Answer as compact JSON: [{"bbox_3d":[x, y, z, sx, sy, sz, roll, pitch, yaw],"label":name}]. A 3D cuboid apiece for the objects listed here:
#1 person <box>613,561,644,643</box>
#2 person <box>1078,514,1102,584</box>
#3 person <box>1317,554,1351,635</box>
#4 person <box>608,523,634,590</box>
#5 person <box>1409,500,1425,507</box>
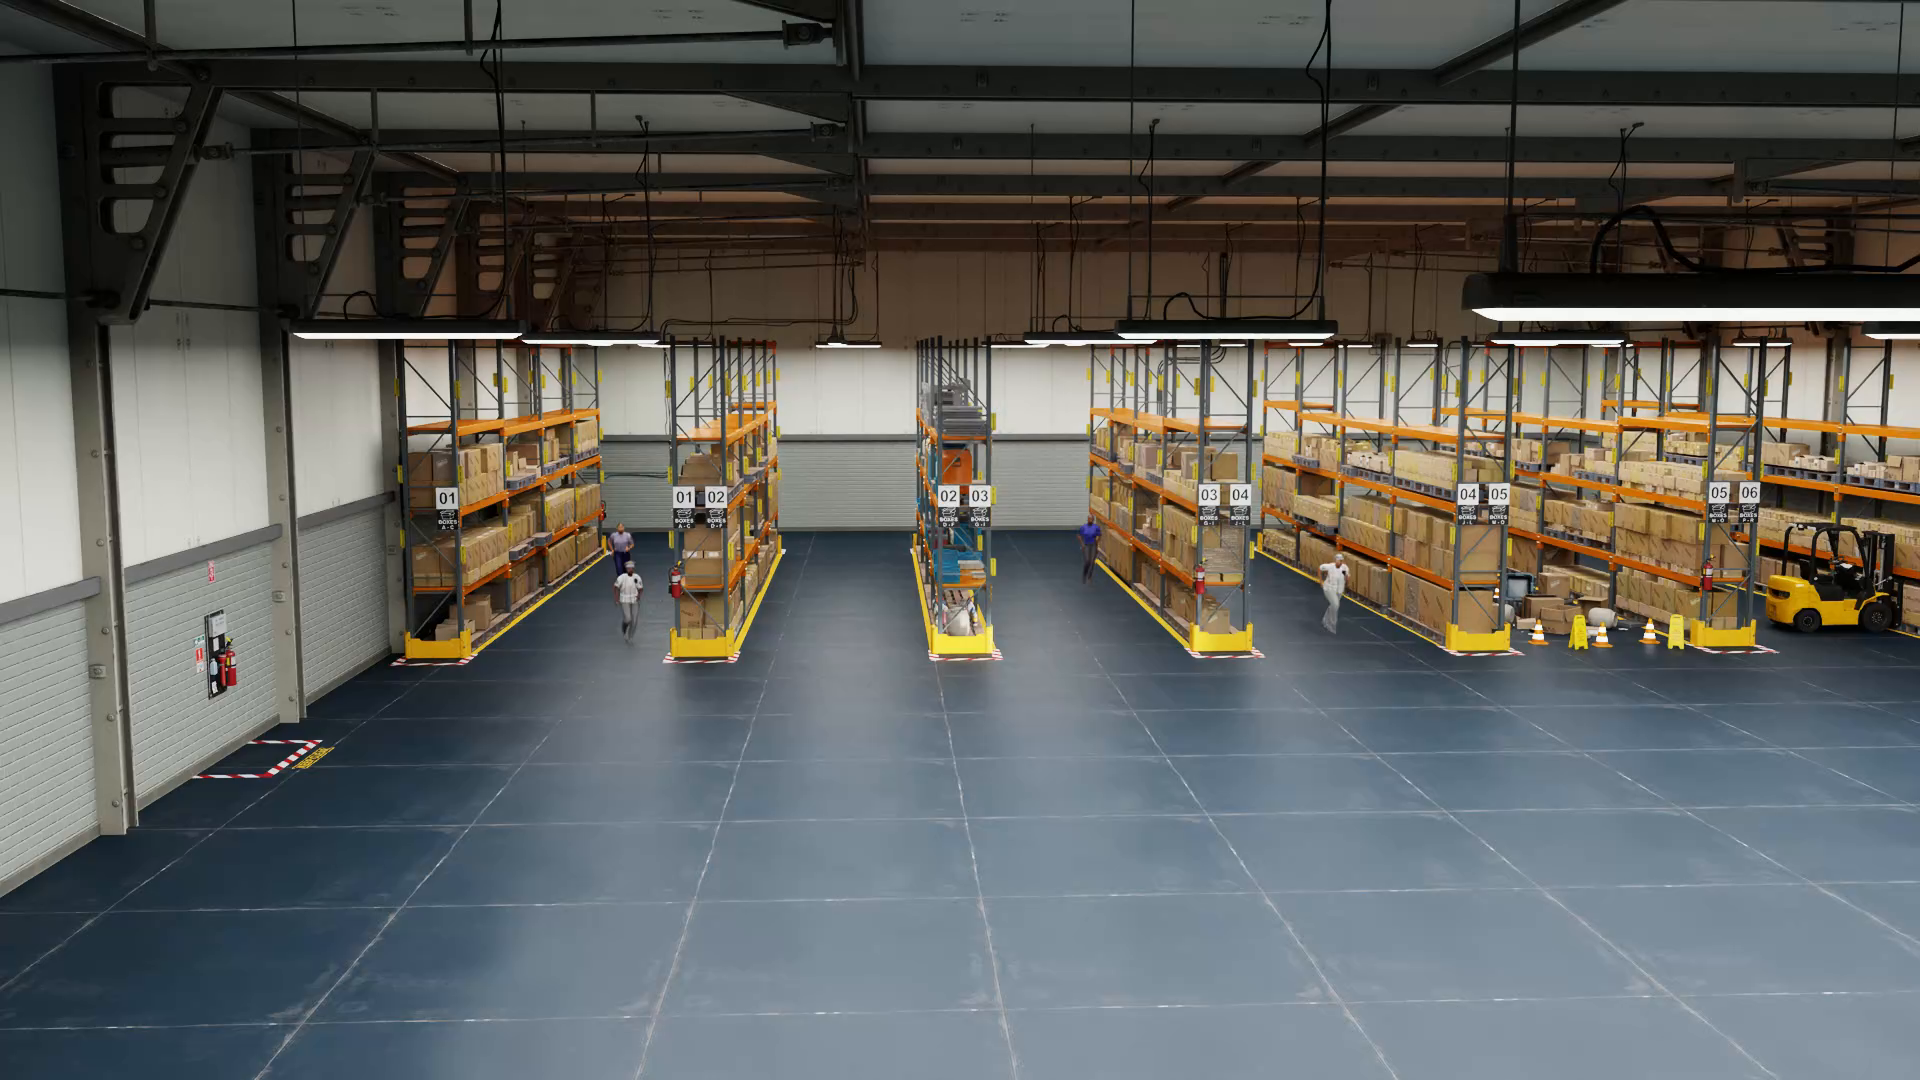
[{"bbox_3d":[-6.443,1.219,32.431,0.555,1.647,0.660,-3,7,-22],"label":"person"},{"bbox_3d":[3.050,0.223,38.848,0.560,1.657,0.571,0,6,-2],"label":"person"},{"bbox_3d":[7.613,1.078,33.897,0.597,1.653,0.880,-2,7,-16],"label":"person"},{"bbox_3d":[-8.098,0.409,39.762,0.614,1.627,0.774,-2,7,-13],"label":"person"},{"bbox_3d":[13.494,-0.718,49.186,0.678,1.736,0.710,-1,7,-13],"label":"person"}]
